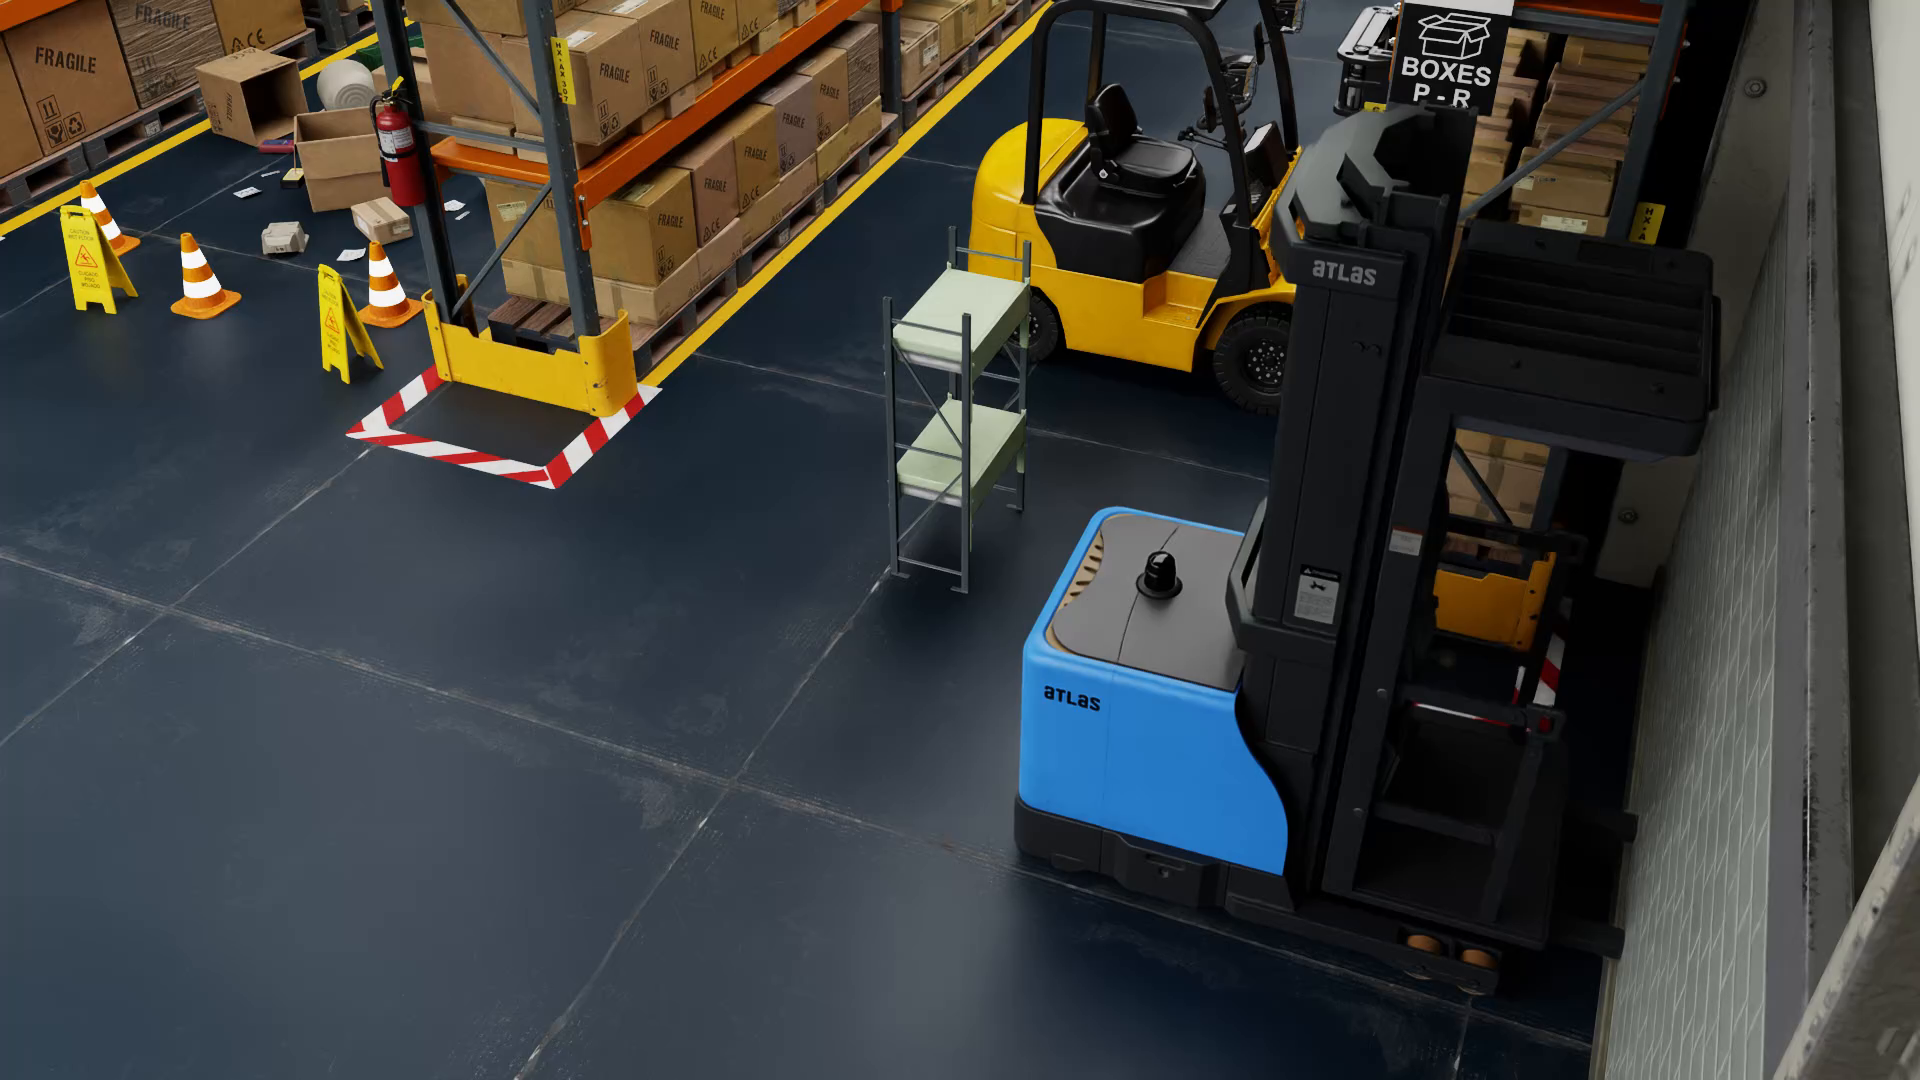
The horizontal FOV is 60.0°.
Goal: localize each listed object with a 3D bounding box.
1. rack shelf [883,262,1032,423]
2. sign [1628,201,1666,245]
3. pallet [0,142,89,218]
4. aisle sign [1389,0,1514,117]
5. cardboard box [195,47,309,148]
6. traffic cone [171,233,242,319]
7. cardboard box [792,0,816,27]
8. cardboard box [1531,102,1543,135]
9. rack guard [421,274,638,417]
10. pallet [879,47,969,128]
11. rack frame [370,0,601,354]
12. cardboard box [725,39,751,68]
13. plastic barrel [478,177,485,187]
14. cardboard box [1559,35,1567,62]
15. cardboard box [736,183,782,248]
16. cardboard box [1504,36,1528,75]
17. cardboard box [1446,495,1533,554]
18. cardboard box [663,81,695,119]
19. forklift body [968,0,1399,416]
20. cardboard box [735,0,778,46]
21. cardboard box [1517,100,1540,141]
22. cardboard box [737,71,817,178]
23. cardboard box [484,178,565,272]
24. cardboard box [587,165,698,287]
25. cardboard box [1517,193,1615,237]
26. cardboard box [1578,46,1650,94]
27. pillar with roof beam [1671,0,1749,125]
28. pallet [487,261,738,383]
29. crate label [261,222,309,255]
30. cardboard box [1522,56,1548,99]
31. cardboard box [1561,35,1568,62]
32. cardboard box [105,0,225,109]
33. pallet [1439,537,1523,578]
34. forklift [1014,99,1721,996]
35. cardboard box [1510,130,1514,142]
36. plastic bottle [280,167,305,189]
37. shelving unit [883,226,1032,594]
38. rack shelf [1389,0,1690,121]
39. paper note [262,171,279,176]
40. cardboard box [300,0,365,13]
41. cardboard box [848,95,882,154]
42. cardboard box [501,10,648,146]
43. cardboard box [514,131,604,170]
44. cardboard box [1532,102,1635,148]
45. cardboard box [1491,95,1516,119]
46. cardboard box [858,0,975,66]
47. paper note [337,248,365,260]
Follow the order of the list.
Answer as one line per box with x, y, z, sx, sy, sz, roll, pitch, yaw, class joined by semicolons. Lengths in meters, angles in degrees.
-0.003;-0.910;7.562;0.431;0.370;0.720;14;39;18;rack shelf
2.675;-1.171;6.522;0.100;0.325;0.005;14;39;18;sign
-6.812;-2.466;11.373;1.003;0.211;1.213;14;39;18;pallet
1.867;-1.994;6.241;0.394;0.787;0.004;14;39;18;aisle sign
-5.164;-3.244;12.170;0.500;0.500;0.500;21;42;25;cardboard box
-4.613;-1.631;10.046;0.336;0.463;0.334;14;39;18;traffic cone
-1.130;-3.354;10.442;0.380;0.149;0.250;13;39;17;cardboard box
2.974;-1.746;7.997;0.500;0.500;0.500;13;39;17;cardboard box
-2.399;-1.092;9.293;1.175;0.500;0.348;14;39;18;rack guard
-0.611;-3.580;12.863;1.003;0.211;1.213;14;39;18;pallet
-2.428;-2.051;8.488;1.000;3.000;0.127;14;39;18;rack frame
-1.469;-2.943;9.891;0.380;0.149;0.250;13;39;17;cardboard box
-3.042;-2.507;11.251;0.421;0.421;0.512;-17;40;-22;plastic barrel
3.093;-2.698;9.271;0.500;0.500;0.500;15;39;19;cardboard box
-1.468;-2.087;10.483;0.500;0.250;0.500;16;40;21;cardboard box
2.498;-2.317;7.970;0.380;0.149;0.250;15;39;19;cardboard box
2.531;-0.216;7.980;0.500;0.250;0.500;14;39;18;cardboard box
-1.709;-2.492;9.289;0.380;0.149;0.250;14;39;18;cardboard box
1.198;-2.048;9.193;2.313;2.155;1.214;14;39;18;forklift body
-1.418;-3.262;9.777;0.500;0.500;0.500;13;39;17;cardboard box
2.509;-1.863;8.154;0.500;0.500;0.500;13;39;17;cardboard box
-1.268;-2.679;10.648;0.500;0.500;0.500;16;40;20;cardboard box
-2.364;-1.921;9.634;0.500;0.500;0.500;14;39;18;cardboard box
-1.857;-1.815;9.492;0.500;0.500;0.500;13;39;16;cardboard box
2.533;-1.351;6.926;0.380;0.149;0.250;13;39;17;cardboard box
3.083;-2.173;7.778;0.380;0.149;0.250;13;39;17;cardboard box
1.564;-7.808;11.180;9.100;9.000;0.400;14;39;18;pillar with roof beam
-2.057;-1.418;9.970;1.003;0.211;1.213;14;39;18;pallet
-4.371;-1.950;10.745;0.250;0.136;0.298;-5;37;-6;crate label
2.680;-2.311;8.211;0.380;0.149;0.250;14;39;17;cardboard box
3.572;-2.591;9.128;0.500;0.500;0.500;14;39;18;cardboard box
-6.166;-3.822;12.282;0.875;0.875;0.875;14;39;18;cardboard box
2.416;-0.238;8.392;1.003;0.211;1.213;14;39;18;pallet
1.784;0.115;5.648;3.031;2.935;1.130;13;39;16;forklift
2.262;-1.756;7.468;0.380;0.149;0.250;15;39;19;cardboard box
-4.625;-2.537;11.593;0.133;0.061;0.283;1;37;2;plastic bottle
-0.003;-0.597;7.796;0.431;1.500;0.755;14;39;18;shelving unit
2.925;-2.943;7.777;1.077;0.370;4.000;14;39;18;rack shelf
-4.845;-2.575;11.687;0.123;0.001;0.032;-25;43;-29;paper note
-5.369;-4.968;13.920;1.050;0.750;0.750;14;39;18;cardboard box
-0.882;-2.944;11.629;0.500;0.250;0.500;16;40;20;cardboard box
-1.991;-2.409;8.636;0.500;0.500;0.500;13;39;17;cardboard box
-2.107;-2.091;8.752;0.380;0.149;0.250;14;39;18;cardboard box
2.707;-1.765;7.232;0.380;0.149;0.250;15;39;19;cardboard box
2.245;-1.882;7.389;0.380;0.149;0.250;15;39;19;cardboard box
-0.438;-4.071;13.035;0.950;0.372;0.625;16;40;21;cardboard box
-3.909;-1.838;10.684;0.148;0.019;0.142;1;37;2;paper note
